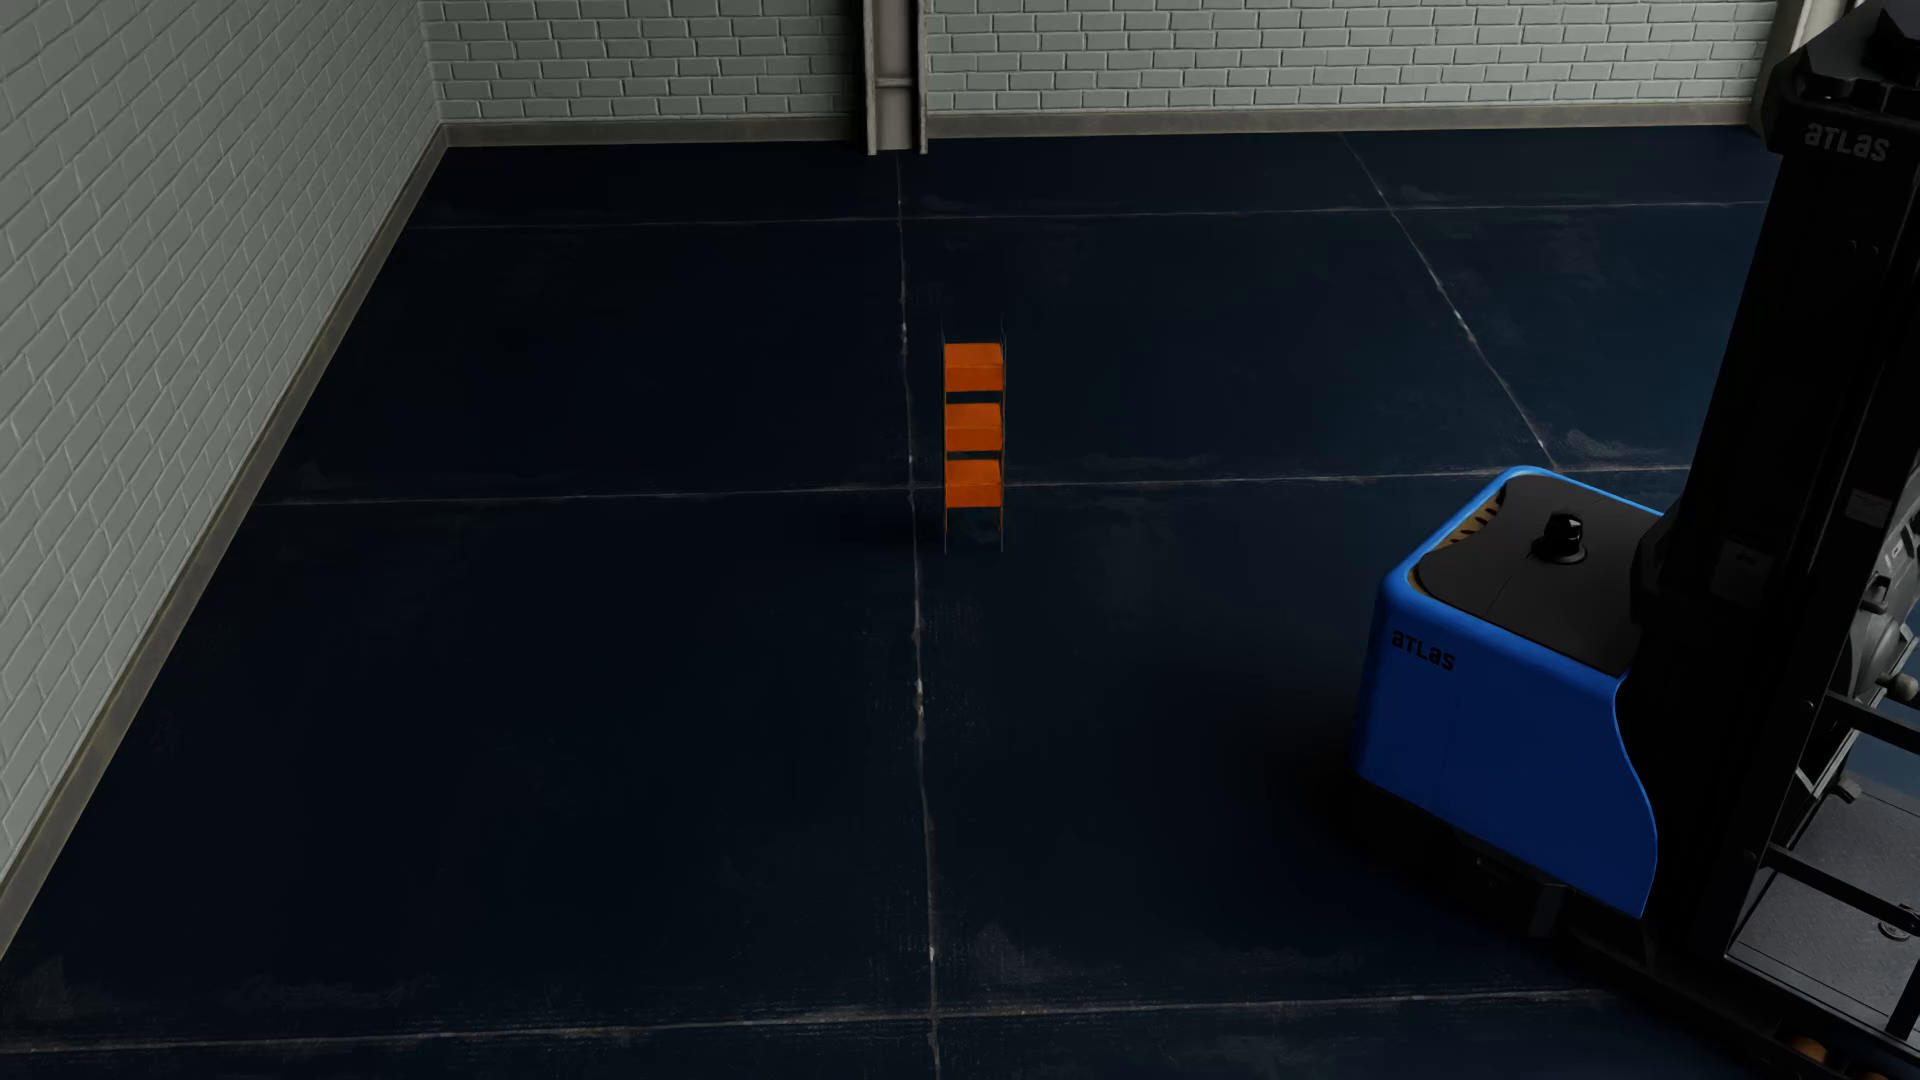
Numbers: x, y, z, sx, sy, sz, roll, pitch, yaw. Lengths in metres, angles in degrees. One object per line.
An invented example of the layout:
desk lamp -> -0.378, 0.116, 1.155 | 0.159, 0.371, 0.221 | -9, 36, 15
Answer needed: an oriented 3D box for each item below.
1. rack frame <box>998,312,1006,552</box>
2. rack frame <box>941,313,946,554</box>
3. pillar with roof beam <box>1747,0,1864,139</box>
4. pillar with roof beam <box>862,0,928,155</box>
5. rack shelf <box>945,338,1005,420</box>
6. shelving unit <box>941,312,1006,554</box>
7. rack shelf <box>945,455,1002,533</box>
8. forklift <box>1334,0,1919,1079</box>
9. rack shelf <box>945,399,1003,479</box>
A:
rack frame -> 0.175, -0.436, 6.958 | 0.008, 1.050, 0.200 | -2, 35, -2
rack frame -> -0.068, -0.430, 6.949 | 0.008, 1.050, 0.200 | -2, 35, -2
pillar with roof beam -> 5.780, -4.030, 5.166 | 0.400, 9.000, 9.100 | -2, 35, -2
pillar with roof beam -> -0.214, -3.869, 4.932 | 0.400, 9.000, 9.100 | -2, 35, -2
rack shelf -> 0.053, -0.658, 6.798 | 0.240, 0.259, 0.215 | -2, 35, -2
shelving unit -> 0.053, -0.433, 6.953 | 0.252, 1.050, 0.215 | -2, 35, -2
rack shelf -> 0.053, -0.196, 7.118 | 0.240, 0.259, 0.215 | -2, 35, -2
forklift -> 2.736, 0.153, 4.454 | 3.031, 2.935, 1.130 | 26, 43, 33
rack shelf -> 0.053, -0.424, 6.959 | 0.240, 0.259, 0.215 | -2, 35, -2
